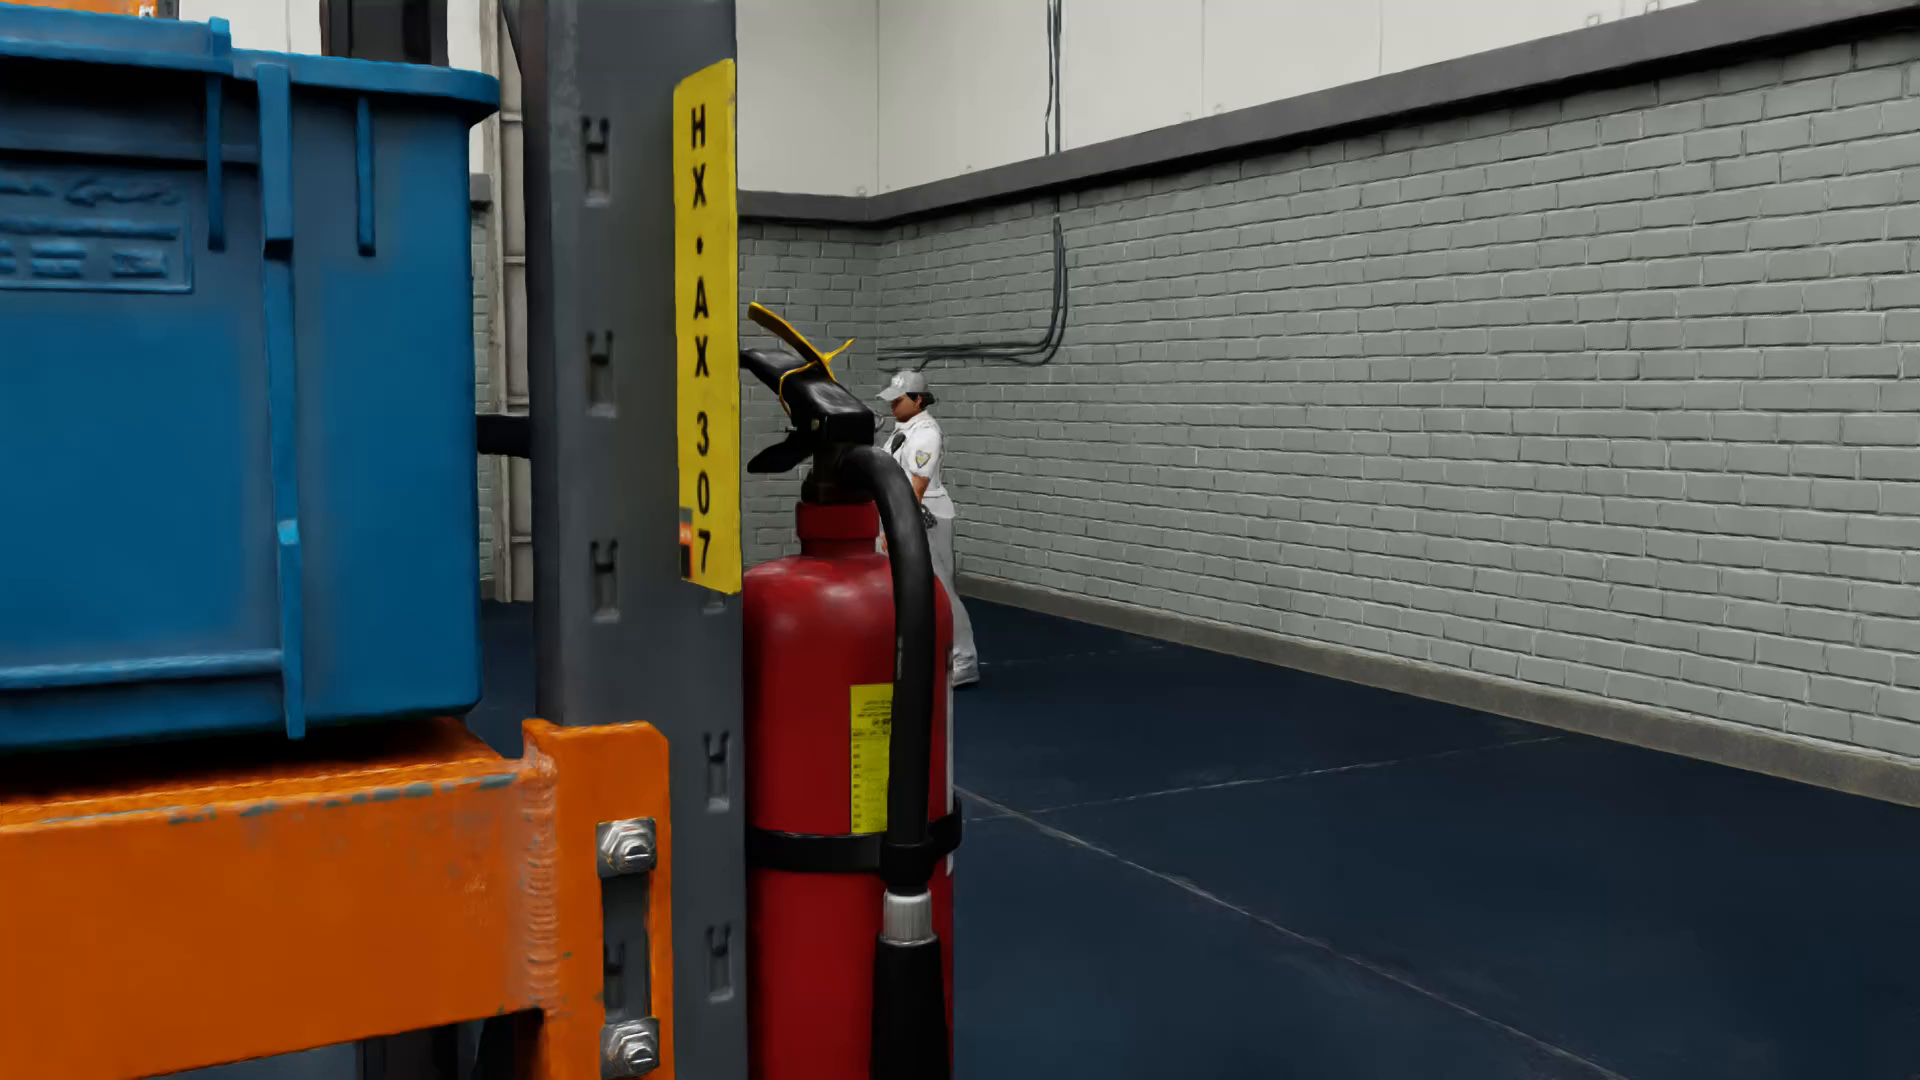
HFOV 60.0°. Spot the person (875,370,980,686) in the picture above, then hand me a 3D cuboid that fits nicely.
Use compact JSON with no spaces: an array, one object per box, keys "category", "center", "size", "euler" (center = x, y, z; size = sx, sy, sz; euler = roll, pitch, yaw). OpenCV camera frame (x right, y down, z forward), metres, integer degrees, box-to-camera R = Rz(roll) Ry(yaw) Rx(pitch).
[{"category":"person","center":[-0.304,-0.071,8.727],"size":[0.712,1.631,0.615],"euler":[-2,6,-22]}]
